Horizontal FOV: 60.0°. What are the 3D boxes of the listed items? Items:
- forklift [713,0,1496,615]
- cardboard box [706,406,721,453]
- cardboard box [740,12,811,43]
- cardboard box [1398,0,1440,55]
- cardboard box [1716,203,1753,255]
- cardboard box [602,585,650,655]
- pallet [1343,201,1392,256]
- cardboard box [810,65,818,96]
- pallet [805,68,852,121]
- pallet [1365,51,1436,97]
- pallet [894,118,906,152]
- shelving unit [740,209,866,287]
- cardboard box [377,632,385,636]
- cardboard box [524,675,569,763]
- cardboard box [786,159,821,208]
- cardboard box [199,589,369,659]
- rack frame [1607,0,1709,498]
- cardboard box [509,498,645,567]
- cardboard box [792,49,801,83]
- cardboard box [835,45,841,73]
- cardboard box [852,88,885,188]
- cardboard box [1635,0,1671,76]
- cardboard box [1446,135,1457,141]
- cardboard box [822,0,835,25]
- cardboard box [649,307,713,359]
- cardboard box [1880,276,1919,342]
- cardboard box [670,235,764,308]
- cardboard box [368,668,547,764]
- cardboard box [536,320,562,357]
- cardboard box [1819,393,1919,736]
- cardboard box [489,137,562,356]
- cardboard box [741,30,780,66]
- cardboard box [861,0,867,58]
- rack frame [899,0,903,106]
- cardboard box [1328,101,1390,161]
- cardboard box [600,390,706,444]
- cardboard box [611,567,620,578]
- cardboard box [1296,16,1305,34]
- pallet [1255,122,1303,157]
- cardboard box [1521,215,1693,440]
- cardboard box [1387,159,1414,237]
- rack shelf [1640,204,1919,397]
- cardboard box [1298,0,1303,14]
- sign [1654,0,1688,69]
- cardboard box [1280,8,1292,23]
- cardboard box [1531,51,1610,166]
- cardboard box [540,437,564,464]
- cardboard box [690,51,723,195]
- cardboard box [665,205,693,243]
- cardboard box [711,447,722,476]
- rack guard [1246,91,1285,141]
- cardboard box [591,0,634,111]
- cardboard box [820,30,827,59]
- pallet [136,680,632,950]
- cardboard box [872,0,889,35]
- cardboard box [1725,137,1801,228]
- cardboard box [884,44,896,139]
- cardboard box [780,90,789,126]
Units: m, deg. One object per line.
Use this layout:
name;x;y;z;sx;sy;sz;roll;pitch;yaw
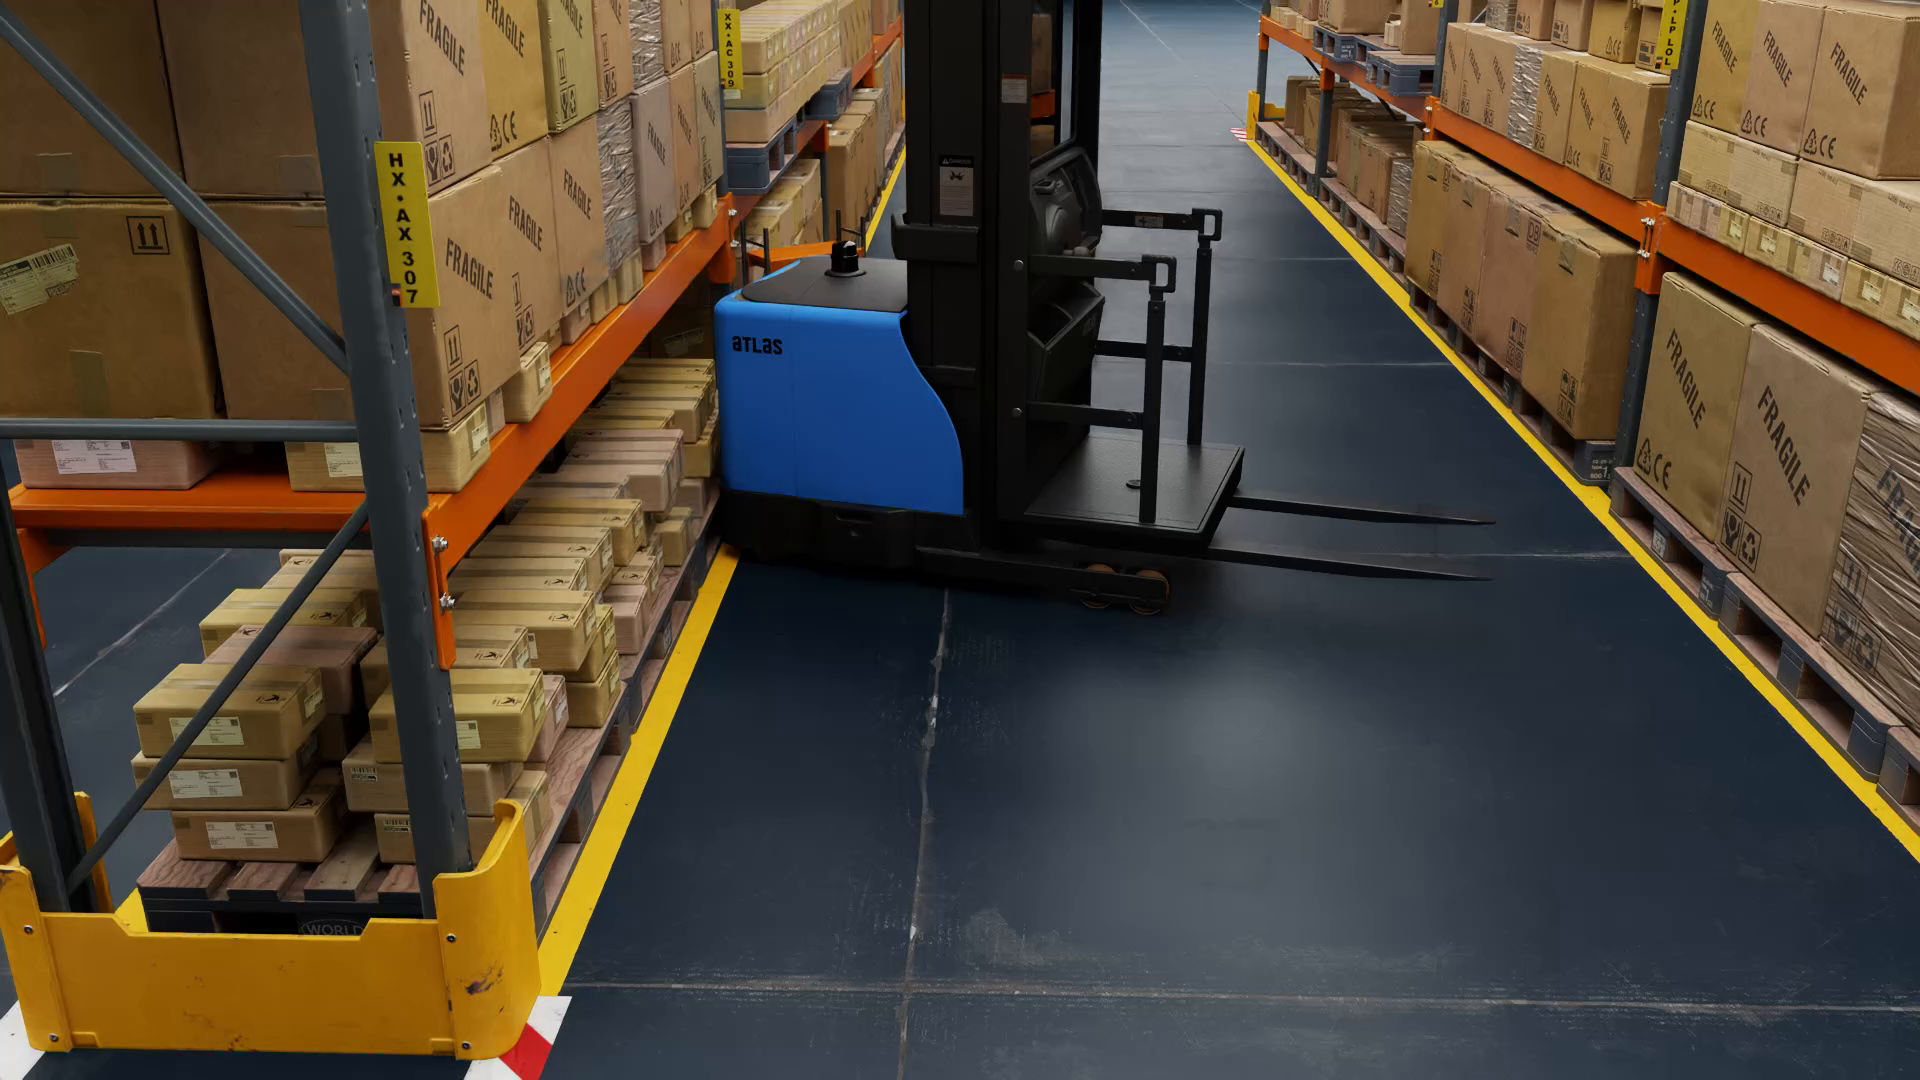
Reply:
forklift;0.596;-1.298;6.322;3.031;2.935;1.130;7;22;16
cardboard box;-1.203;-0.458;7.011;0.380;0.149;0.250;0;21;-1
cardboard box;-1.000;-2.726;8.852;0.380;0.149;0.250;1;21;3
cardboard box;3.455;-3.664;11.606;0.700;0.500;0.500;4;22;10
cardboard box;3.083;-1.166;6.234;0.380;0.149;0.250;1;21;3
cardboard box;-1.249;0.267;5.555;0.380;0.149;0.250;0;21;-1
pallet;3.627;-2.445;13.039;1.003;0.211;1.213;1;21;2
cardboard box;-0.993;-2.545;9.209;0.380;0.149;0.250;1;21;3
pallet;-1.308;-2.766;10.275;1.213;0.211;1.003;1;21;2
pallet;3.477;-3.192;11.375;1.213;0.211;1.003;1;21;2
pallet;-1.096;-4.416;18.120;1.003;0.211;1.213;1;21;2
shelving unit;-0.698;-0.870;7.613;0.503;1.200;0.258;-14;25;-31
cardboard box;-1.781;0.295;5.071;0.380;0.149;0.250;0;21;1
cardboard box;-1.299;0.488;4.573;0.380;0.149;0.250;1;21;1
cardboard box;-1.152;-2.244;10.503;0.500;0.250;0.500;0;21;0
cardboard box;-1.928;0.255;4.763;0.380;0.149;0.250;0;21;0
rack frame;3.440;-1.577;6.945;1.000;3.000;0.127;1;21;2
cardboard box;-1.261;-0.027;5.491;0.380;0.149;0.250;1;21;2
cardboard box;-1.017;-2.401;8.426;0.380;0.149;0.250;1;21;4
cardboard box;-0.949;-3.009;10.404;0.380;0.149;0.250;1;21;3
cardboard box;-1.201;-3.482;14.385;1.050;0.750;0.750;1;21;1
cardboard box;3.451;-2.322;7.341;0.797;0.503;0.637;0;21;0
cardboard box;3.552;-2.655;11.535;0.500;0.250;0.500;1;21;4
cardboard box;-0.960;-3.197;10.066;0.380;0.149;0.250;0;21;1
cardboard box;-1.227;-0.962;8.238;0.500;0.500;0.500;1;21;4
cardboard box;3.047;-0.698;5.029;0.380;0.149;0.250;1;21;3
cardboard box;-1.228;-1.312;8.102;0.500;0.250;0.500;0;21;-1
cardboard box;-1.281;0.449;4.264;0.380;0.149;0.250;0;21;-1
cardboard box;-1.367;-0.600;4.776;0.380;0.149;0.250;0;21;1
cardboard box;3.285;0.103;4.973;0.875;0.875;0.875;1;21;2
cardboard box;-1.356;-0.760;4.291;0.500;0.500;0.500;1;21;2
cardboard box;-1.041;-2.262;7.656;0.380;0.149;0.250;1;21;3
cardboard box;-1.036;-4.233;13.652;0.500;0.500;0.500;0;21;1
rack frame;-1.150;-6.006;18.362;1.000;3.000;0.127;1;21;2
cardboard box;3.745;-3.851;15.682;0.500;0.500;0.500;8;22;19
cardboard box;-1.234;-0.497;6.702;0.380;0.149;0.250;0;21;1
cardboard box;-1.366;0.014;5.795;0.380;0.149;0.250;2;21;4
cardboard box;3.456;-4.975;16.052;0.380;0.149;0.250;1;21;2
pallet;3.742;-4.295;17.805;1.003;0.211;1.213;1;21;2
cardboard box;3.439;-1.013;7.851;1.225;0.875;0.875;1;21;2
cardboard box;3.566;-2.506;12.188;0.700;0.500;0.500;-1;21;-3
rack shelf;3.379;-0.518;5.212;1.077;0.370;4.000;1;21;2
cardboard box;3.780;-5.359;16.144;0.875;0.500;0.500;1;21;2
sign;2.897;-2.082;6.757;0.100;0.325;0.005;1;21;2
cardboard box;3.522;-5.427;17.216;0.380;0.149;0.250;1;21;2
cardboard box;3.212;-2.163;8.319;0.500;0.500;0.500;0;21;1
cardboard box;-1.744;-0.404;6.462;0.380;0.149;0.250;0;21;0
cardboard box;-1.247;-1.675;6.650;0.500;0.500;0.500;1;21;2
cardboard box;-1.256;-1.254;6.462;0.380;0.149;0.250;1;21;4
cardboard box;-1.186;-0.389;7.245;0.380;0.149;0.250;1;21;2
rack guard;3.802;-4.723;18.509;1.175;0.500;0.348;1;21;2
cardboard box;-1.298;-1.587;5.040;0.500;0.500;0.500;0;21;0
cardboard box;-0.973;-2.866;9.623;0.380;0.149;0.250;1;21;2
pallet;-1.574;0.758;4.784;1.003;0.211;1.213;1;21;2
cardboard box;-1.144;-5.157;15.965;0.875;0.550;0.550;1;21;2
cardboard box;3.143;-1.299;6.025;0.500;0.250;0.500;1;21;1
cardboard box;-1.129;-4.648;17.217;0.875;0.875;0.875;0;21;1
cardboard box;-1.029;-2.074;7.995;0.380;0.149;0.250;1;21;2
